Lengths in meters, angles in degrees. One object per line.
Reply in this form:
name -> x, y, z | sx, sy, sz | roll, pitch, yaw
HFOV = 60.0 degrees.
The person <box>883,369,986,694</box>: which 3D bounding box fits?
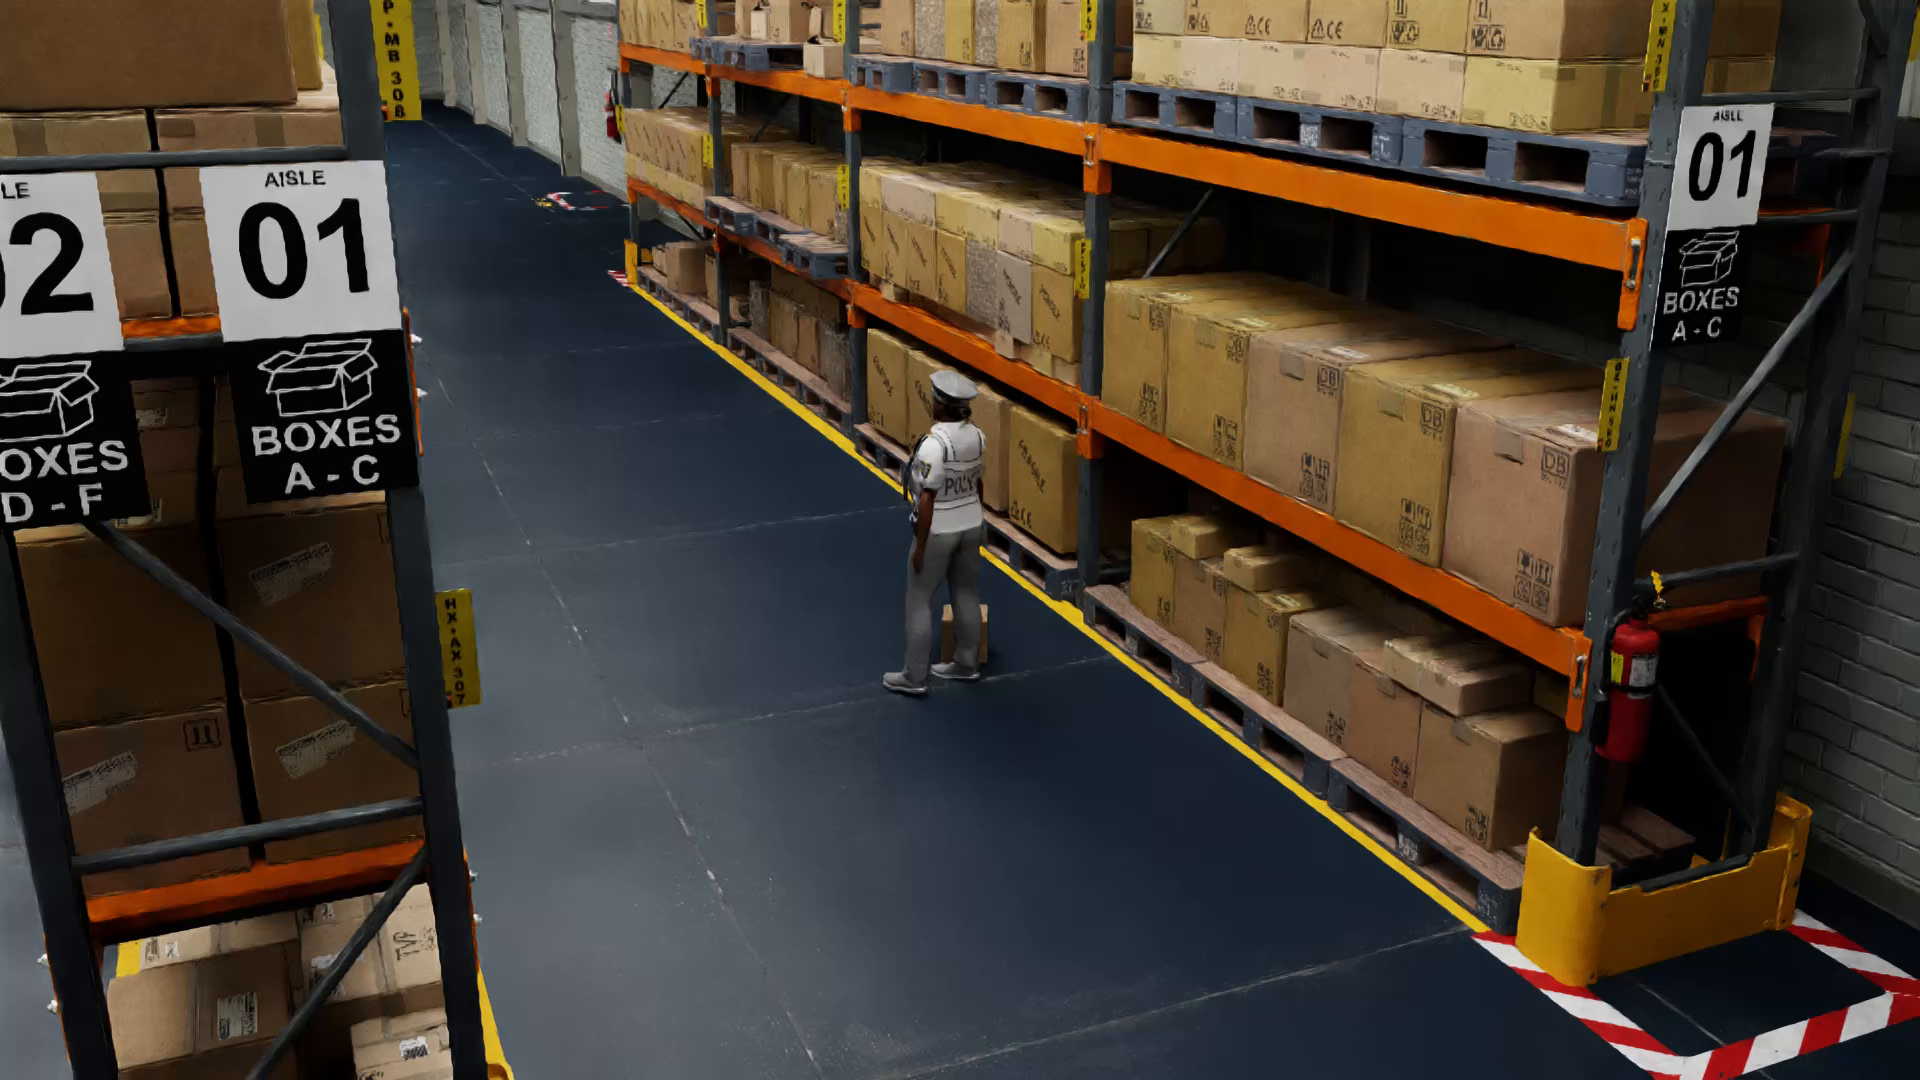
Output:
person -> -0.113, -0.035, 8.632 | 0.404, 1.702, 0.535 | 18, 26, 41
